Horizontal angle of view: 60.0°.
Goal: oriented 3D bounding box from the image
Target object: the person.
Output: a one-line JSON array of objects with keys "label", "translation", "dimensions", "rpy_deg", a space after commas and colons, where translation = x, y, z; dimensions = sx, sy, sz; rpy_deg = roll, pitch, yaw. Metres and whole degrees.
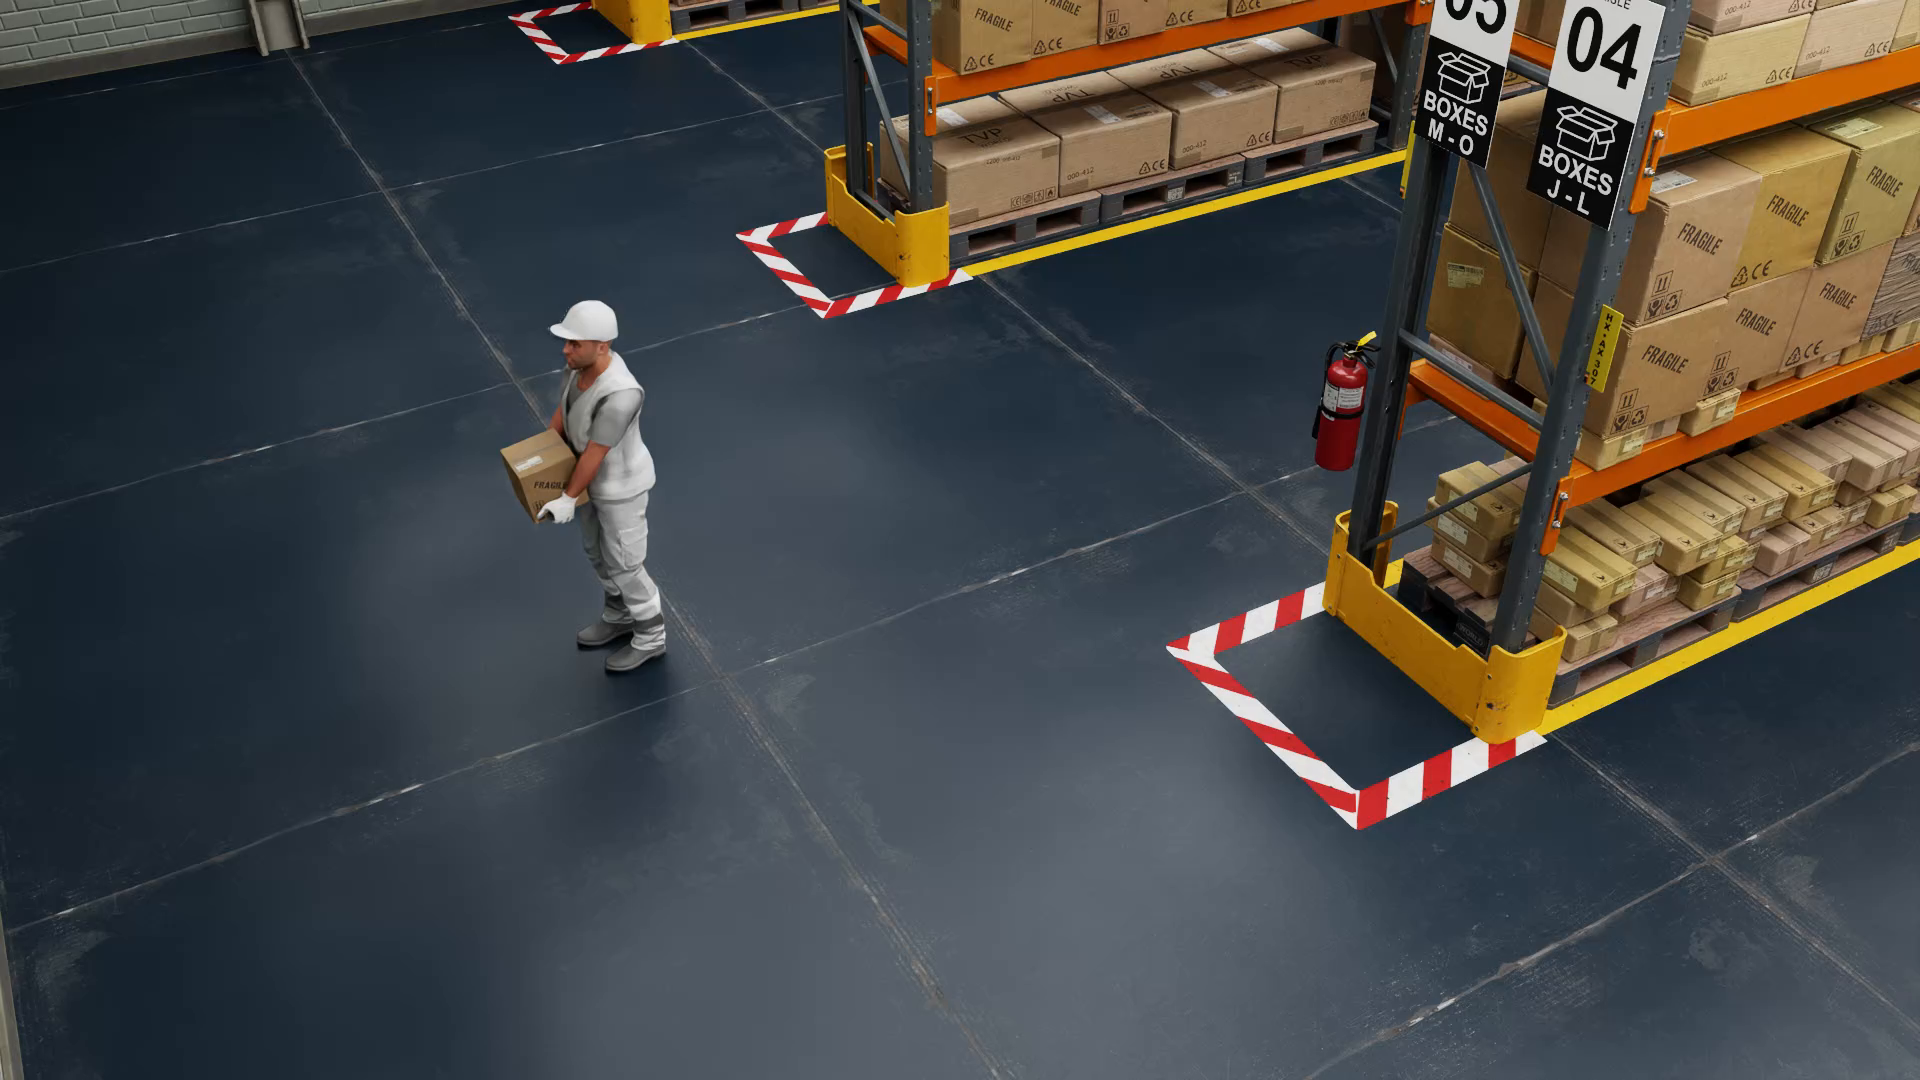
[{"label": "person", "translation": [-1.598, -0.207, 7.189], "dimensions": [0.553, 1.787, 0.495], "rpy_deg": [-19, 41, -24]}]
